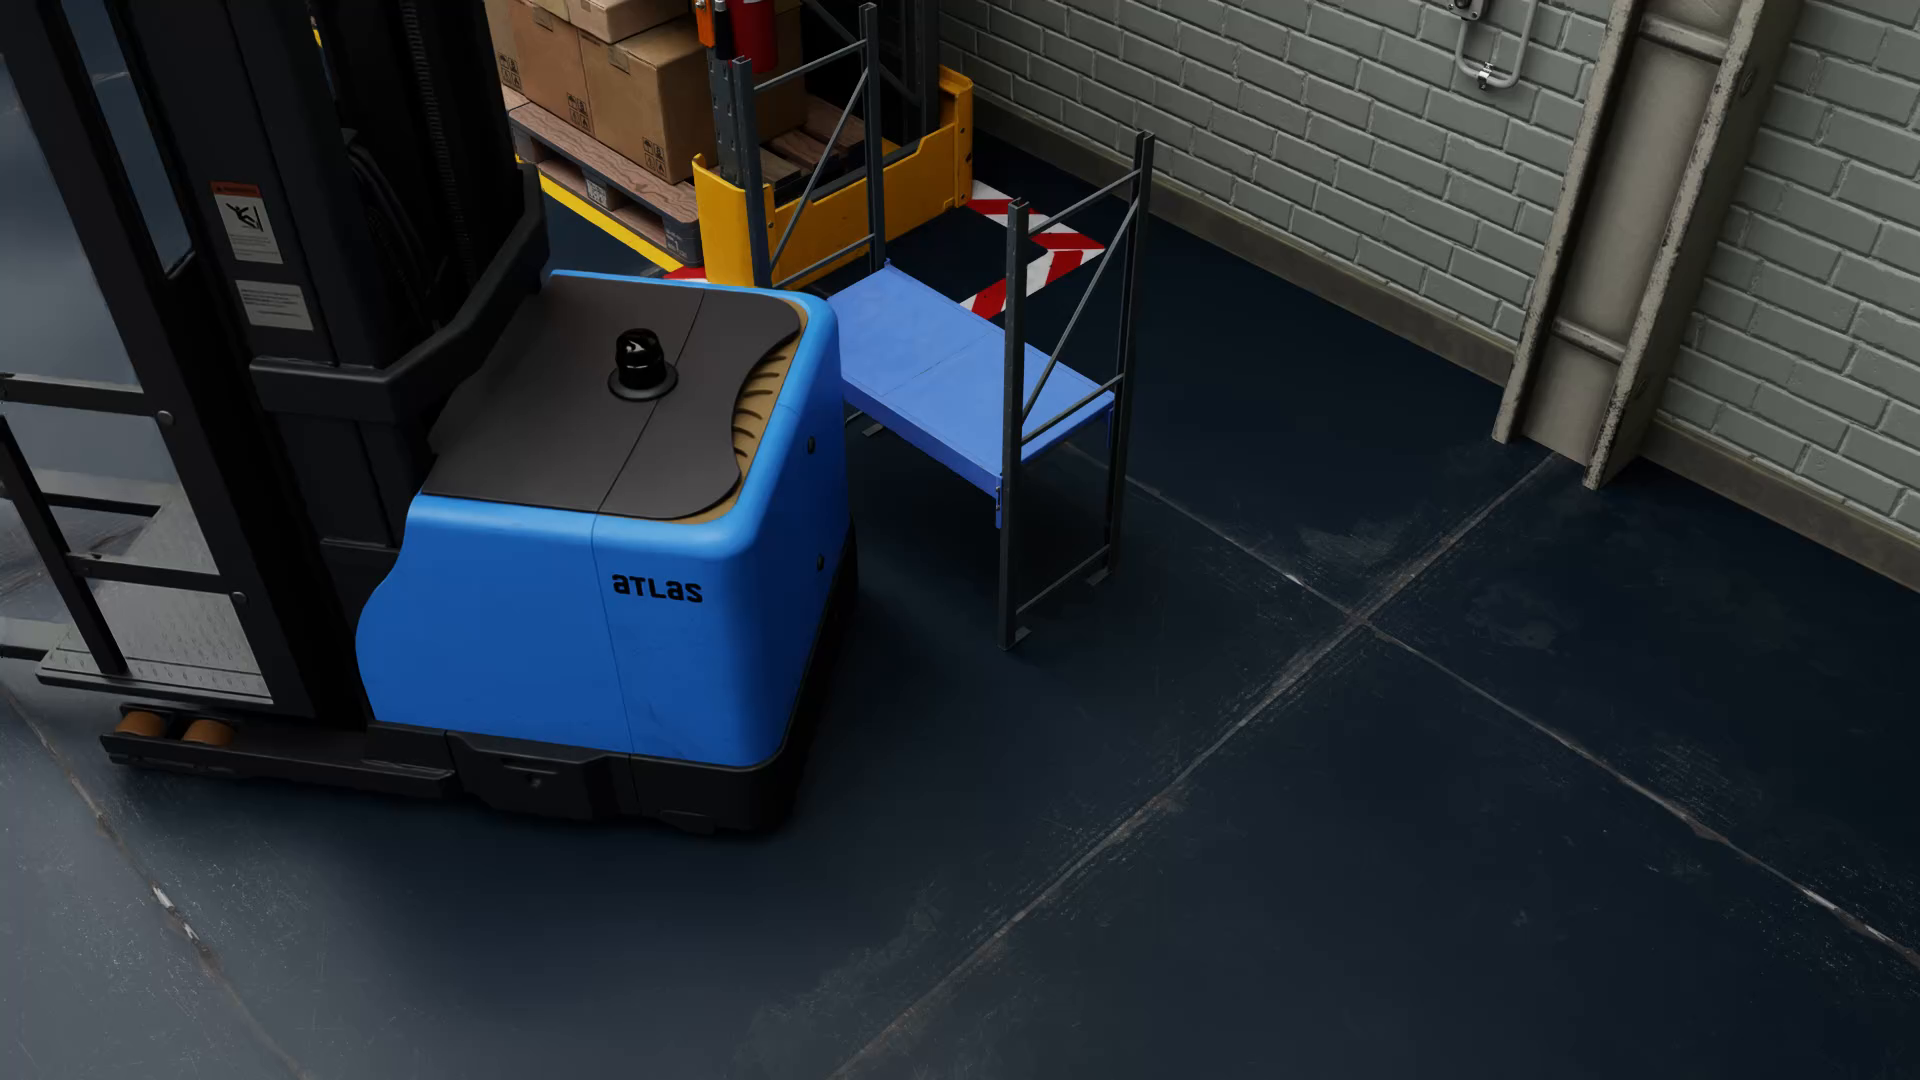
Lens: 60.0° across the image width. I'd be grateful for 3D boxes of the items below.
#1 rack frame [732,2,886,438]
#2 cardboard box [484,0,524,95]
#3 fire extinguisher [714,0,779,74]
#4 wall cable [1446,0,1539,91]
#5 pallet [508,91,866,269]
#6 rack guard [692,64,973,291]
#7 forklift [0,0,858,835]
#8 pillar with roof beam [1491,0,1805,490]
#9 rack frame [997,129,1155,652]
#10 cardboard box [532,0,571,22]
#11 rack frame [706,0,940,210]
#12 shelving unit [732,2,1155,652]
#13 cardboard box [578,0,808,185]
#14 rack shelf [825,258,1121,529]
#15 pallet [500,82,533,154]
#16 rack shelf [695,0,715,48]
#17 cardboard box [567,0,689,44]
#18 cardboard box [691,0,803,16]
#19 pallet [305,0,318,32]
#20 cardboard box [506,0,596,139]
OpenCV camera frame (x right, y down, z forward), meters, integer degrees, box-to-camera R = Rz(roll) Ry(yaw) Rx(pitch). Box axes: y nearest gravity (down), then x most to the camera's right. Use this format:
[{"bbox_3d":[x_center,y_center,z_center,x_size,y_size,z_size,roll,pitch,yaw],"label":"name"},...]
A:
[{"bbox_3d":[-0.419,-0.836,5.050,0.500,1.500,0.032,-34,53,-31],"label":"rack frame"},{"bbox_3d":[-1.749,-2.318,7.081,0.500,0.500,0.700,32,52,30],"label":"cardboard box"},{"bbox_3d":[-0.695,-1.853,5.376,0.296,0.674,0.183,-34,53,-31],"label":"fire extinguisher"},{"bbox_3d":[1.099,-2.523,5.021,0.084,1.984,1.851,-34,53,-31],"label":"wall cable"},{"bbox_3d":[-1.095,-1.634,6.863,1.003,0.211,1.213,-34,53,-31],"label":"pallet"},{"bbox_3d":[-0.458,-1.382,6.377,1.175,0.500,0.348,-34,53,-31],"label":"rack guard"},{"bbox_3d":[-1.870,-0.774,3.928,3.031,2.935,1.130,6,43,7],"label":"forklift"},{"bbox_3d":[-1.004,-1.569,0.317,9.100,9.000,0.400,-34,53,-31],"label":"pillar with roof beam"},{"bbox_3d":[0.299,-0.348,4.521,0.500,1.500,0.032,-34,53,-31],"label":"rack frame"},{"bbox_3d":[-1.441,-2.171,6.444,0.380,0.149,0.250,-33,52,-30],"label":"cardboard box"},{"bbox_3d":[-0.475,-2.312,5.541,1.000,3.000,0.127,-34,53,-31],"label":"rack frame"},{"bbox_3d":[-0.060,-0.592,4.785,0.538,1.500,1.048,-34,53,-31],"label":"shelving unit"},{"bbox_3d":[-1.040,-1.836,6.559,0.700,0.500,0.500,-34,53,-31],"label":"cardboard box"},{"bbox_3d":[-0.060,-0.460,4.907,0.538,0.185,1.000,-34,53,-31],"label":"rack shelf"},{"bbox_3d":[-1.953,-2.220,7.497,1.003,0.211,1.213,-34,53,-31],"label":"pallet"},{"bbox_3d":[-1.888,-3.008,6.825,1.077,0.370,4.000,-34,53,-31],"label":"rack shelf"},{"bbox_3d":[-1.260,-2.049,6.311,0.250,0.149,0.380,34,52,31],"label":"cardboard box"},{"bbox_3d":[-0.810,-2.110,6.378,0.380,0.149,0.250,-34,52,-31],"label":"cardboard box"},{"bbox_3d":[-2.818,-2.807,8.132,1.003,0.211,1.213,-34,53,-31],"label":"pallet"},{"bbox_3d":[-1.394,-2.077,6.819,0.500,0.500,0.700,34,53,31],"label":"cardboard box"}]
